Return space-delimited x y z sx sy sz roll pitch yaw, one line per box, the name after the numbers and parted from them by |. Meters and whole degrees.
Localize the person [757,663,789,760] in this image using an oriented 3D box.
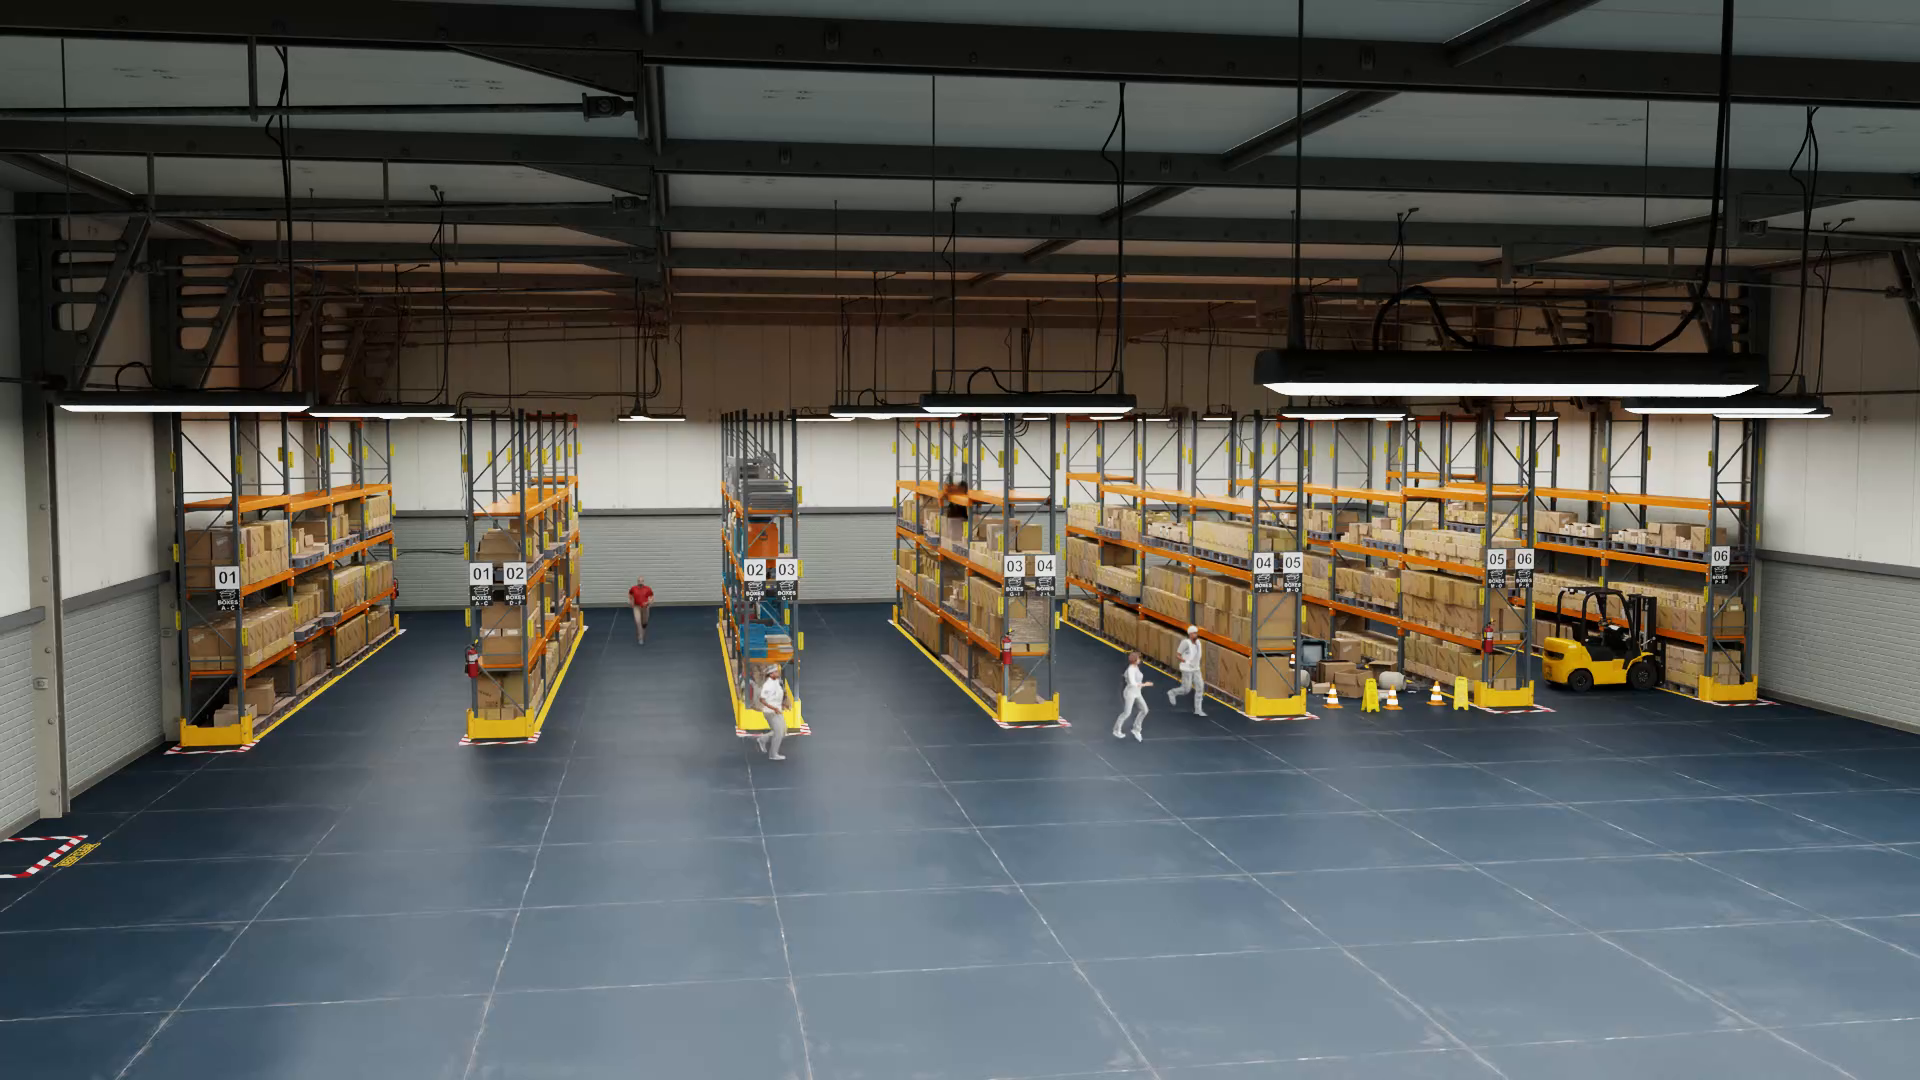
-3.217 2.920 28.308 0.551 1.655 0.539 1 4 15 | person

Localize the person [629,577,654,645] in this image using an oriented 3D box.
-8.364 1.844 43.706 0.631 1.748 1.114 -1 4 -18 | person

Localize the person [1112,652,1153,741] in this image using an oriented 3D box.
3.122 2.830 30.006 0.765 1.621 0.503 2 4 26 | person

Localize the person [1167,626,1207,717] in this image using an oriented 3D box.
4.528 2.566 32.815 0.690 1.764 0.982 -3 5 -38 | person
